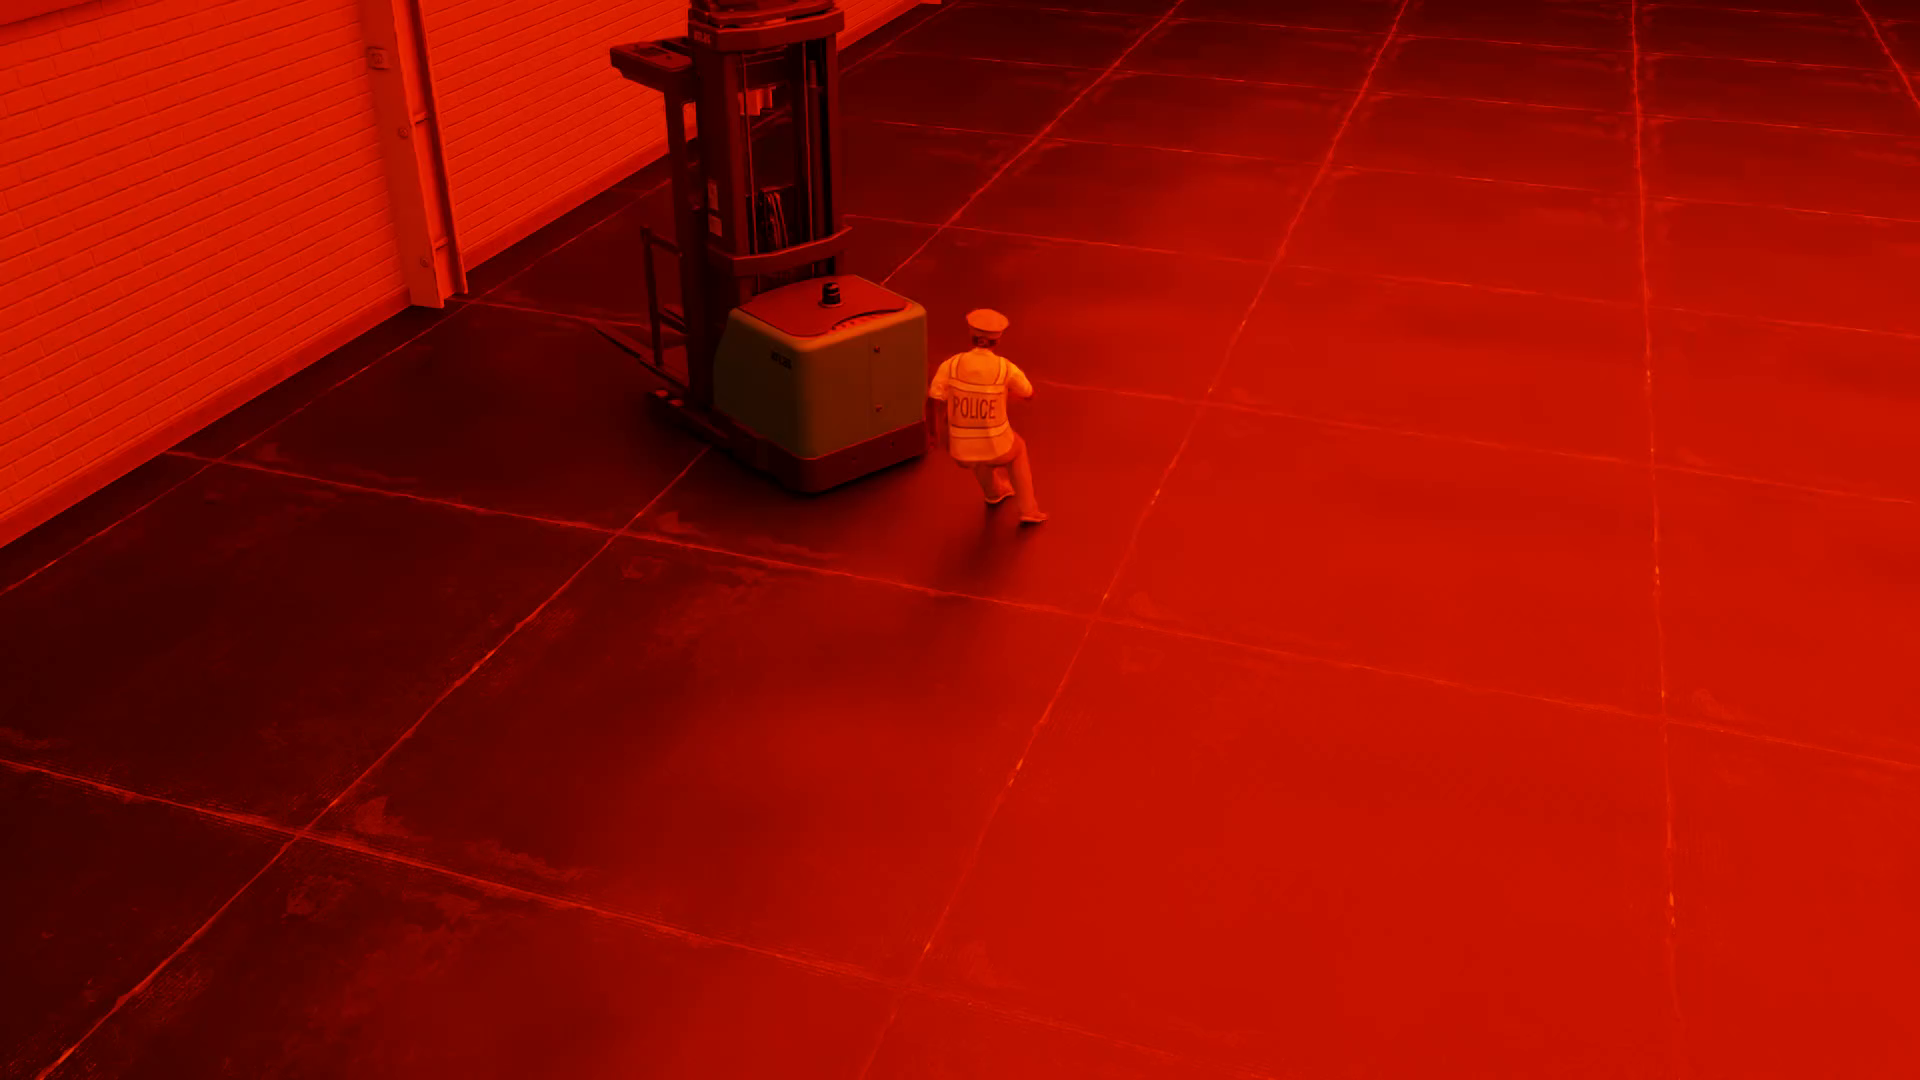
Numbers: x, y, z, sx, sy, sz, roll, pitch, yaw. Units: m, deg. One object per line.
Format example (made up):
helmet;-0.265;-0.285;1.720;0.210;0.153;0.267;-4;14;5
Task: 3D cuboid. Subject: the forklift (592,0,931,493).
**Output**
forklift;-1.529;-2.225;11.039;1.130;2.935;3.031;-23;37;-34

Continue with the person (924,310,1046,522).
person;0.179;-0.716;10.012;0.726;1.462;0.858;3;30;6
